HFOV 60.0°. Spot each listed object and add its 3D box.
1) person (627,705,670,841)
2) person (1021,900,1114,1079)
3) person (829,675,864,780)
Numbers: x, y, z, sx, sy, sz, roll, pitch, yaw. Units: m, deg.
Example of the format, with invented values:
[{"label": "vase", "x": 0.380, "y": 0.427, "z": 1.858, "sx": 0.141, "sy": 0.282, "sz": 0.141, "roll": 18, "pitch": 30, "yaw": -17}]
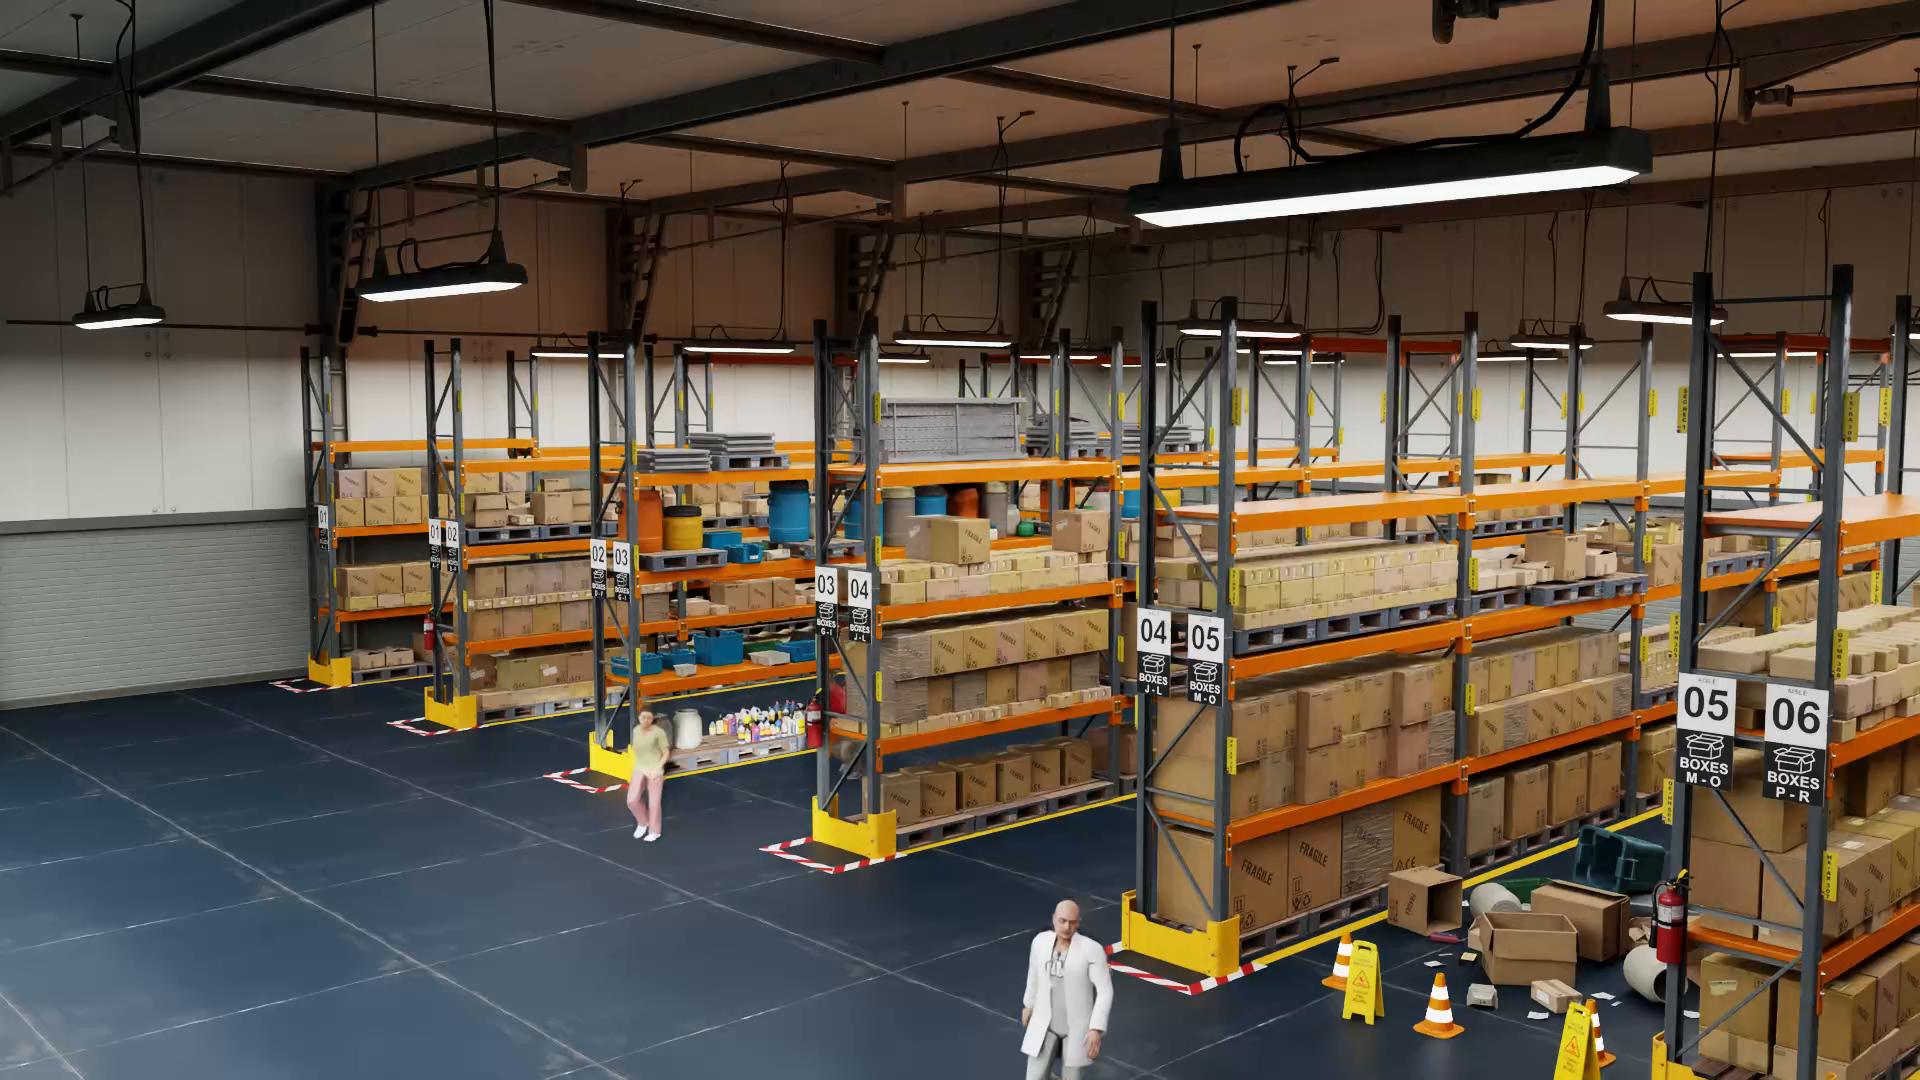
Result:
[{"label": "person", "x": -3.560, "y": 2.681, "z": 19.025, "sx": 0.555, "sy": 1.633, "sz": 0.728, "roll": 1, "pitch": 5, "yaw": 11}, {"label": "person", "x": 0.699, "y": 3.301, "z": 11.274, "sx": 0.713, "sy": 1.750, "sz": 0.659, "roll": 2, "pitch": 5, "yaw": 18}, {"label": "person", "x": -1.580, "y": 2.480, "z": 22.008, "sx": 1.007, "sy": 1.493, "sz": 0.672, "roll": -5, "pitch": 7, "yaw": -44}]
